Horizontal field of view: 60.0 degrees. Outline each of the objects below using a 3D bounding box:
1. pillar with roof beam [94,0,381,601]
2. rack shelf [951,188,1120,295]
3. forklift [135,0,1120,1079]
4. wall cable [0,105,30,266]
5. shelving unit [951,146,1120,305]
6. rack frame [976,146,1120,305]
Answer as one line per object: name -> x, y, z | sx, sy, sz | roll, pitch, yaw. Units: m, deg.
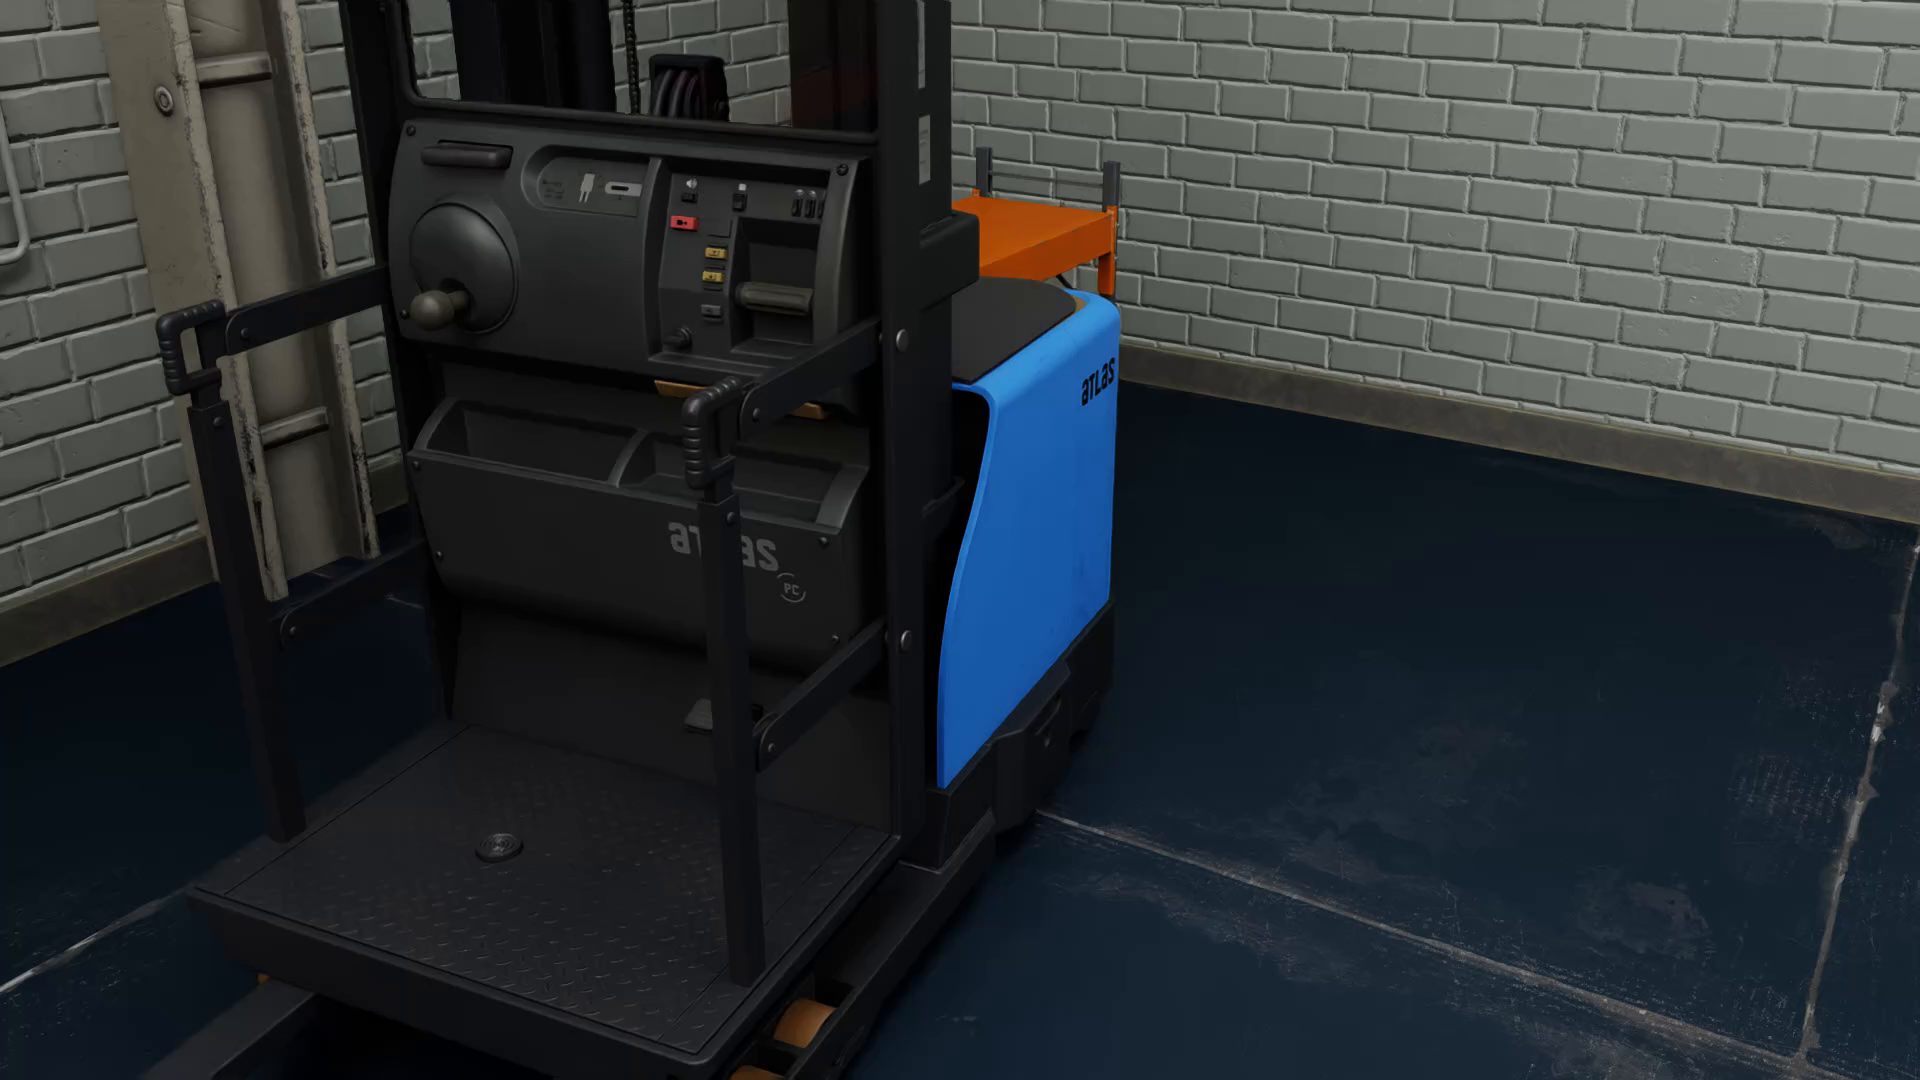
pillar with roof beam -> 1.636, -3.147, 1.193 | 9.100, 9.000, 0.400 | 14, 27, 29
rack shelf -> 0.004, -0.787, 4.916 | 0.538, 0.278, 1.000 | 14, 27, 29
forklift -> -0.685, -0.482, 2.675 | 1.130, 2.935, 3.031 | 10, 25, 22
wall cable -> -2.839, -1.301, 3.200 | 0.084, 1.984, 1.851 | 14, 27, 29
shelving unit -> 0.004, -0.518, 5.032 | 0.538, 1.125, 1.048 | 14, 27, 29
rack frame -> 0.272, -0.690, 5.428 | 0.500, 1.125, 0.032 | 14, 27, 29
